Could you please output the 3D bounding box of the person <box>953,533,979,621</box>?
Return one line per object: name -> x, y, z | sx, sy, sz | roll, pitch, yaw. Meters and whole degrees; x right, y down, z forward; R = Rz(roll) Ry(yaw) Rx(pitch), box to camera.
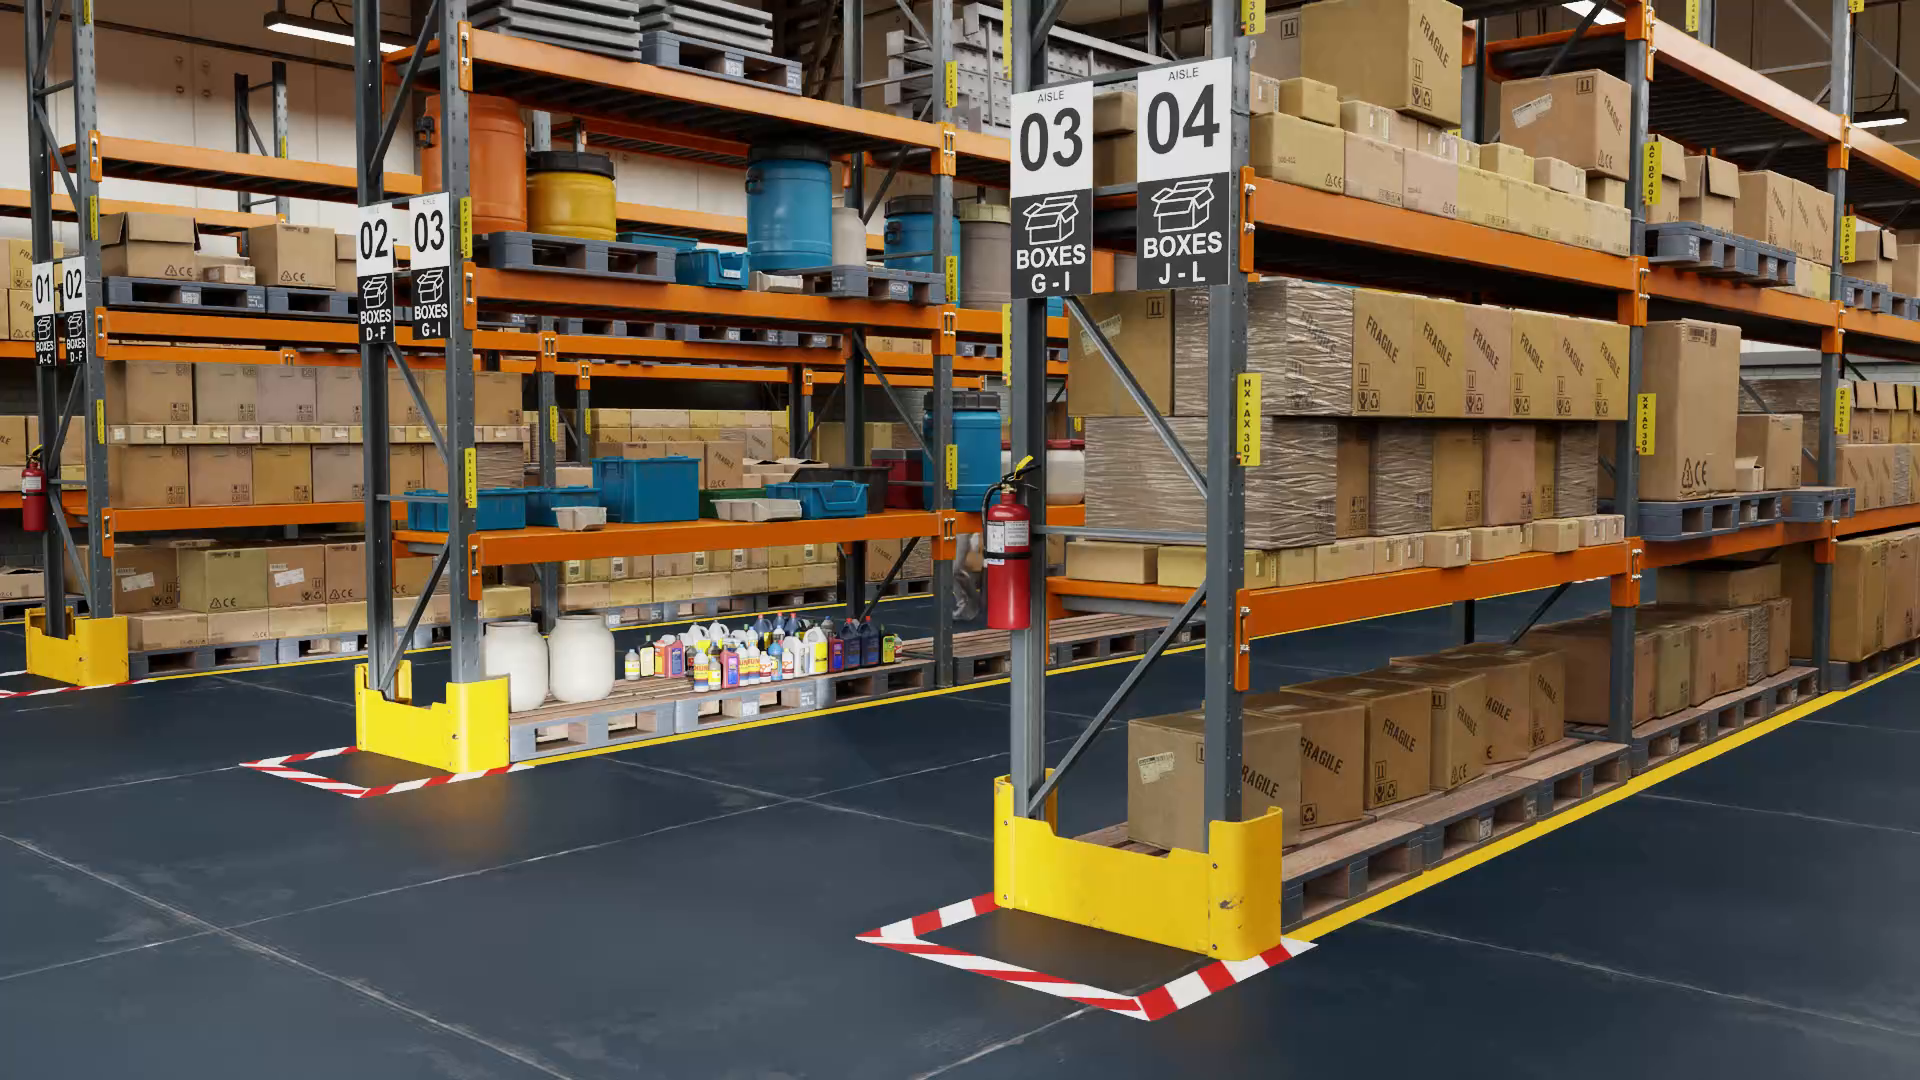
person -> -0.016, -0.040, 16.567 | 0.424, 1.687, 0.492 | -3, 5, -38
